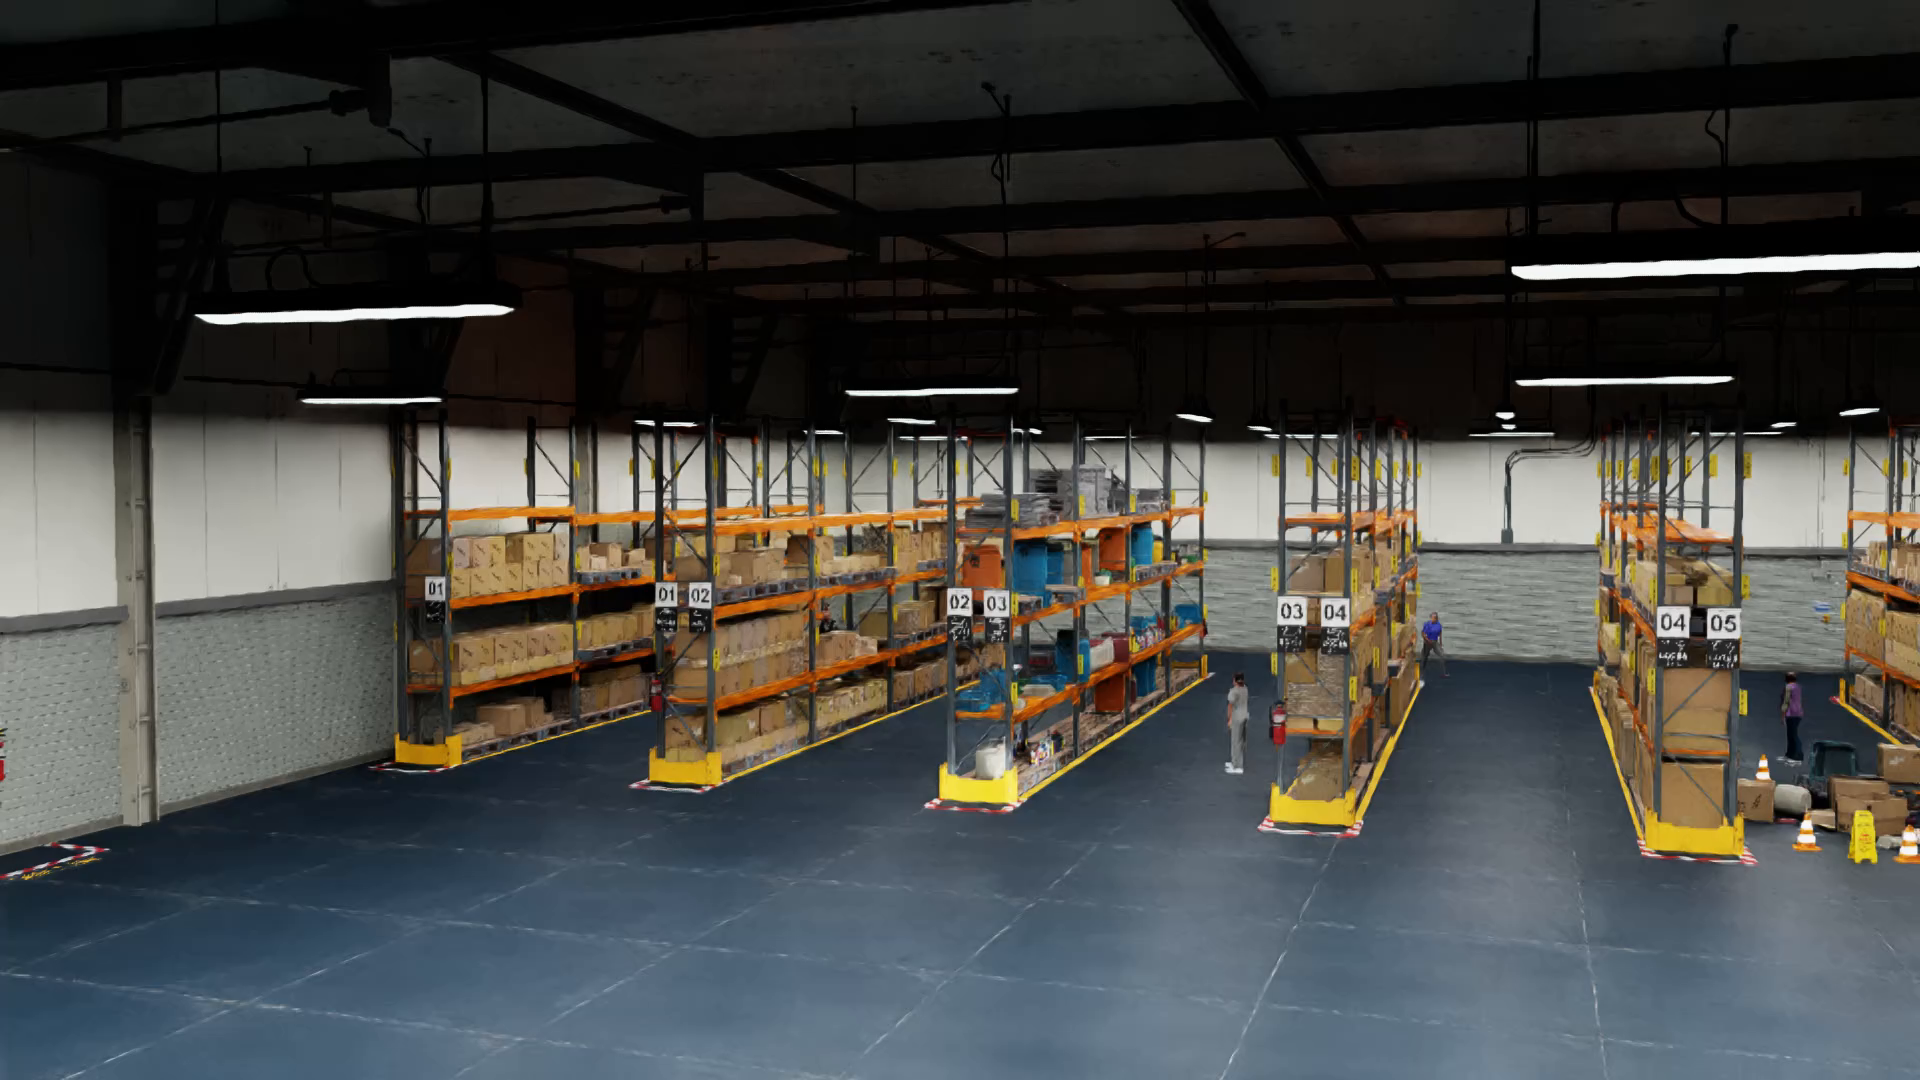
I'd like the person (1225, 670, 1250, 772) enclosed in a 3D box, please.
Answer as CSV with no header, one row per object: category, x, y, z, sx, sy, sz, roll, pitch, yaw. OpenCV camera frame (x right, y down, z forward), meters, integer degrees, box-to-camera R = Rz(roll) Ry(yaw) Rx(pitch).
person,4.556,2.973,27.479,0.487,1.675,0.477,-2,3,-41

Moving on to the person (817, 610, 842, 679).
person,-3.106,2.482,39.455,0.677,1.674,0.534,1,3,16

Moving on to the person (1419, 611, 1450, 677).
person,11.337,2.491,39.850,0.614,1.599,0.765,0,2,-3

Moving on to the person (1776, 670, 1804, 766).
person,14.037,2.991,28.106,0.511,1.581,0.527,-2,3,-41
